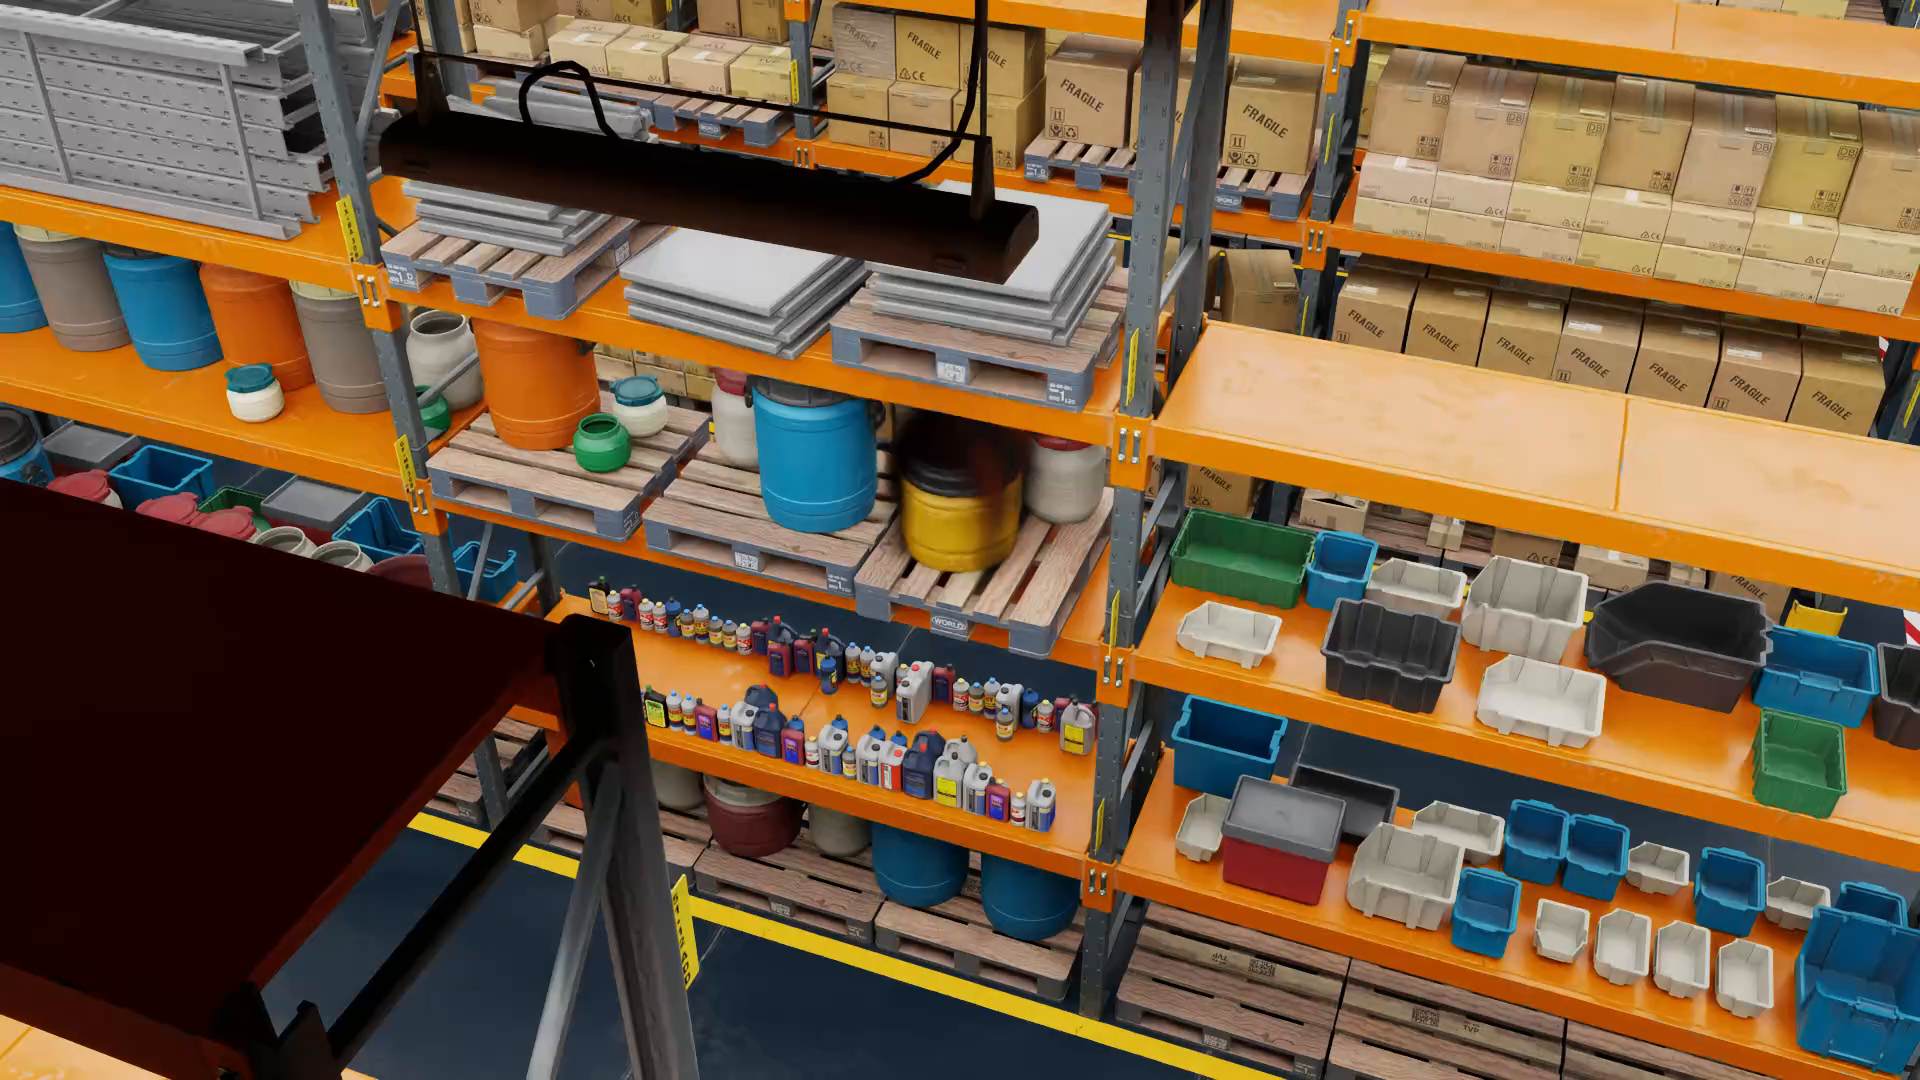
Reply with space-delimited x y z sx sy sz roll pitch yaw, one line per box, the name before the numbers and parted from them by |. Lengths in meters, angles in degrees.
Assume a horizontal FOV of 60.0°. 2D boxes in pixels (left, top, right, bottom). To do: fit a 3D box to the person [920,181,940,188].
person | -0.158 -3.232 16.375 0.533 1.669 0.401 25 43 30
